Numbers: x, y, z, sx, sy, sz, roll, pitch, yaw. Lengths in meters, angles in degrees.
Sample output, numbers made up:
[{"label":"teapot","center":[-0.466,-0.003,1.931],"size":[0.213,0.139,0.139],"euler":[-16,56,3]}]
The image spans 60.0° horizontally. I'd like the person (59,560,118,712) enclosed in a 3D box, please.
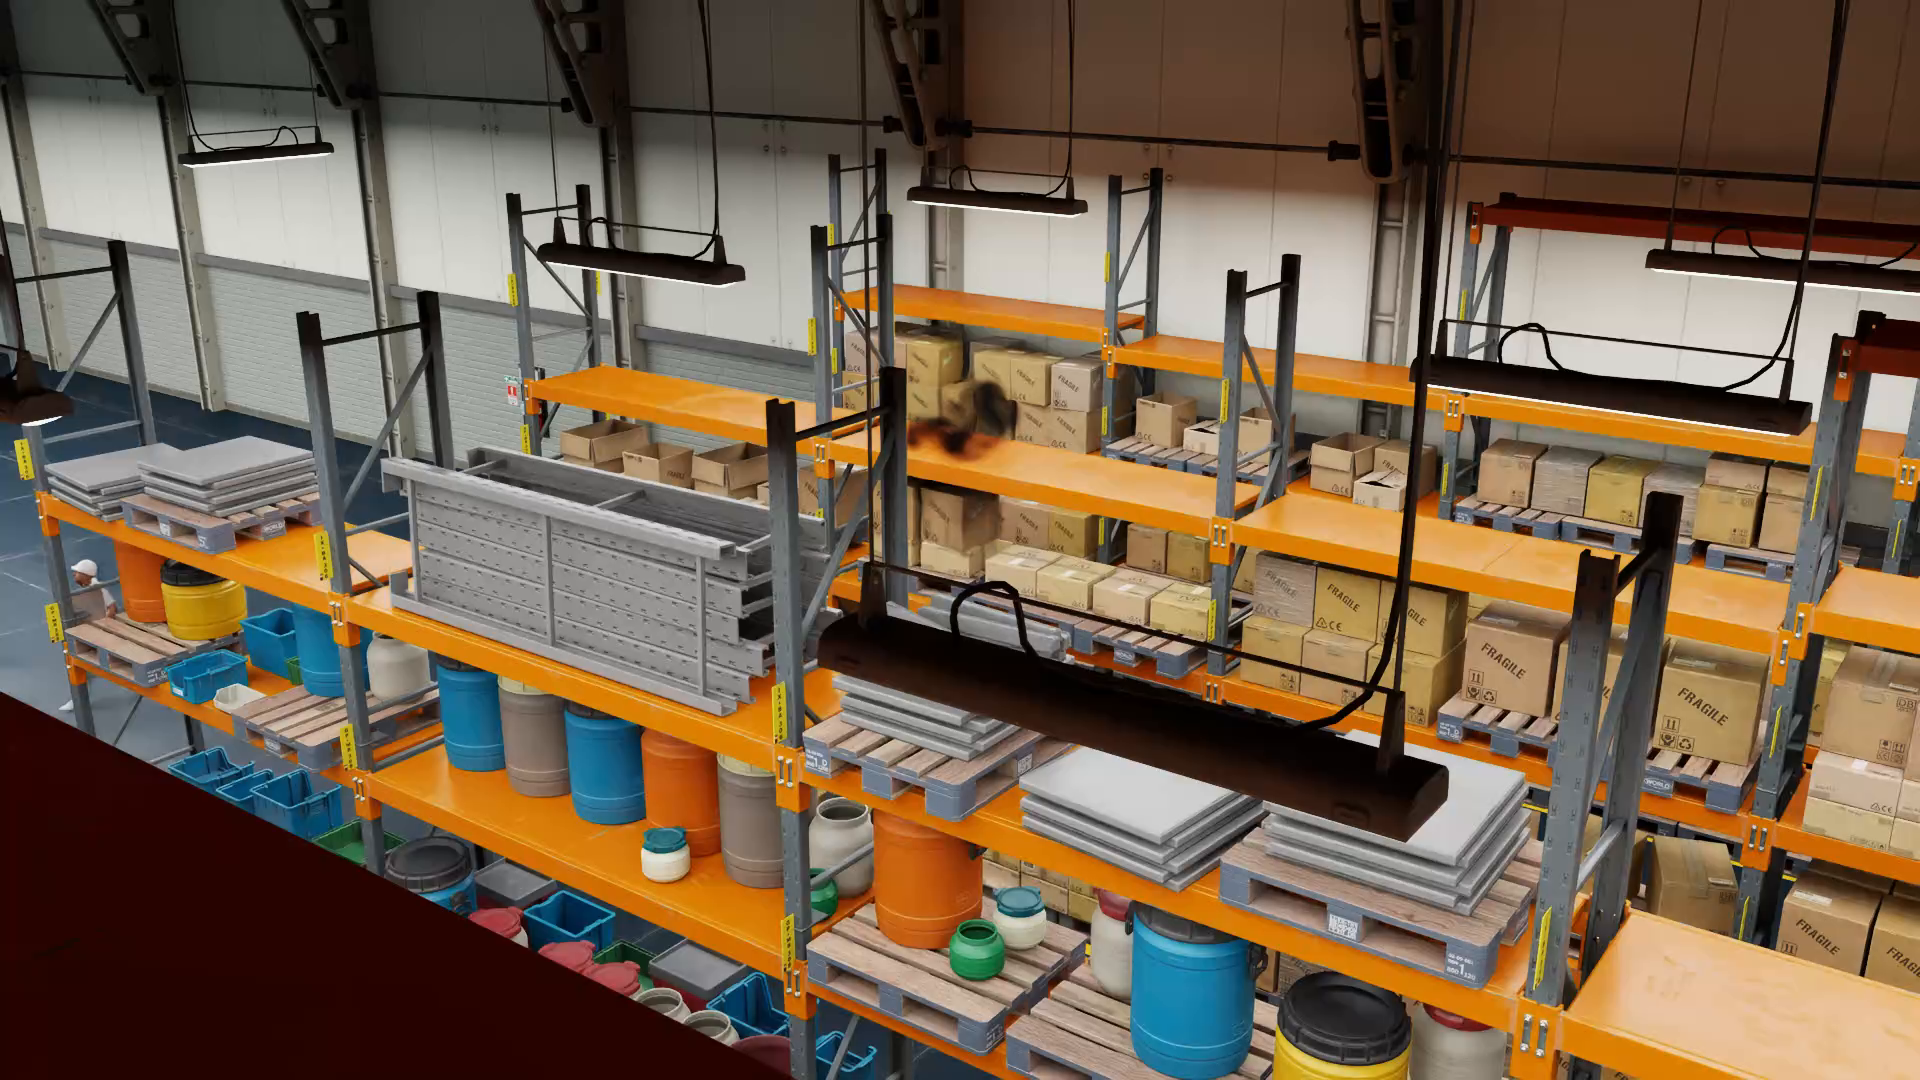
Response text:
[{"label":"person","center":[-9.965,1.058,19.251],"size":[1.095,1.771,0.654],"euler":[-9,21,-25]}]
